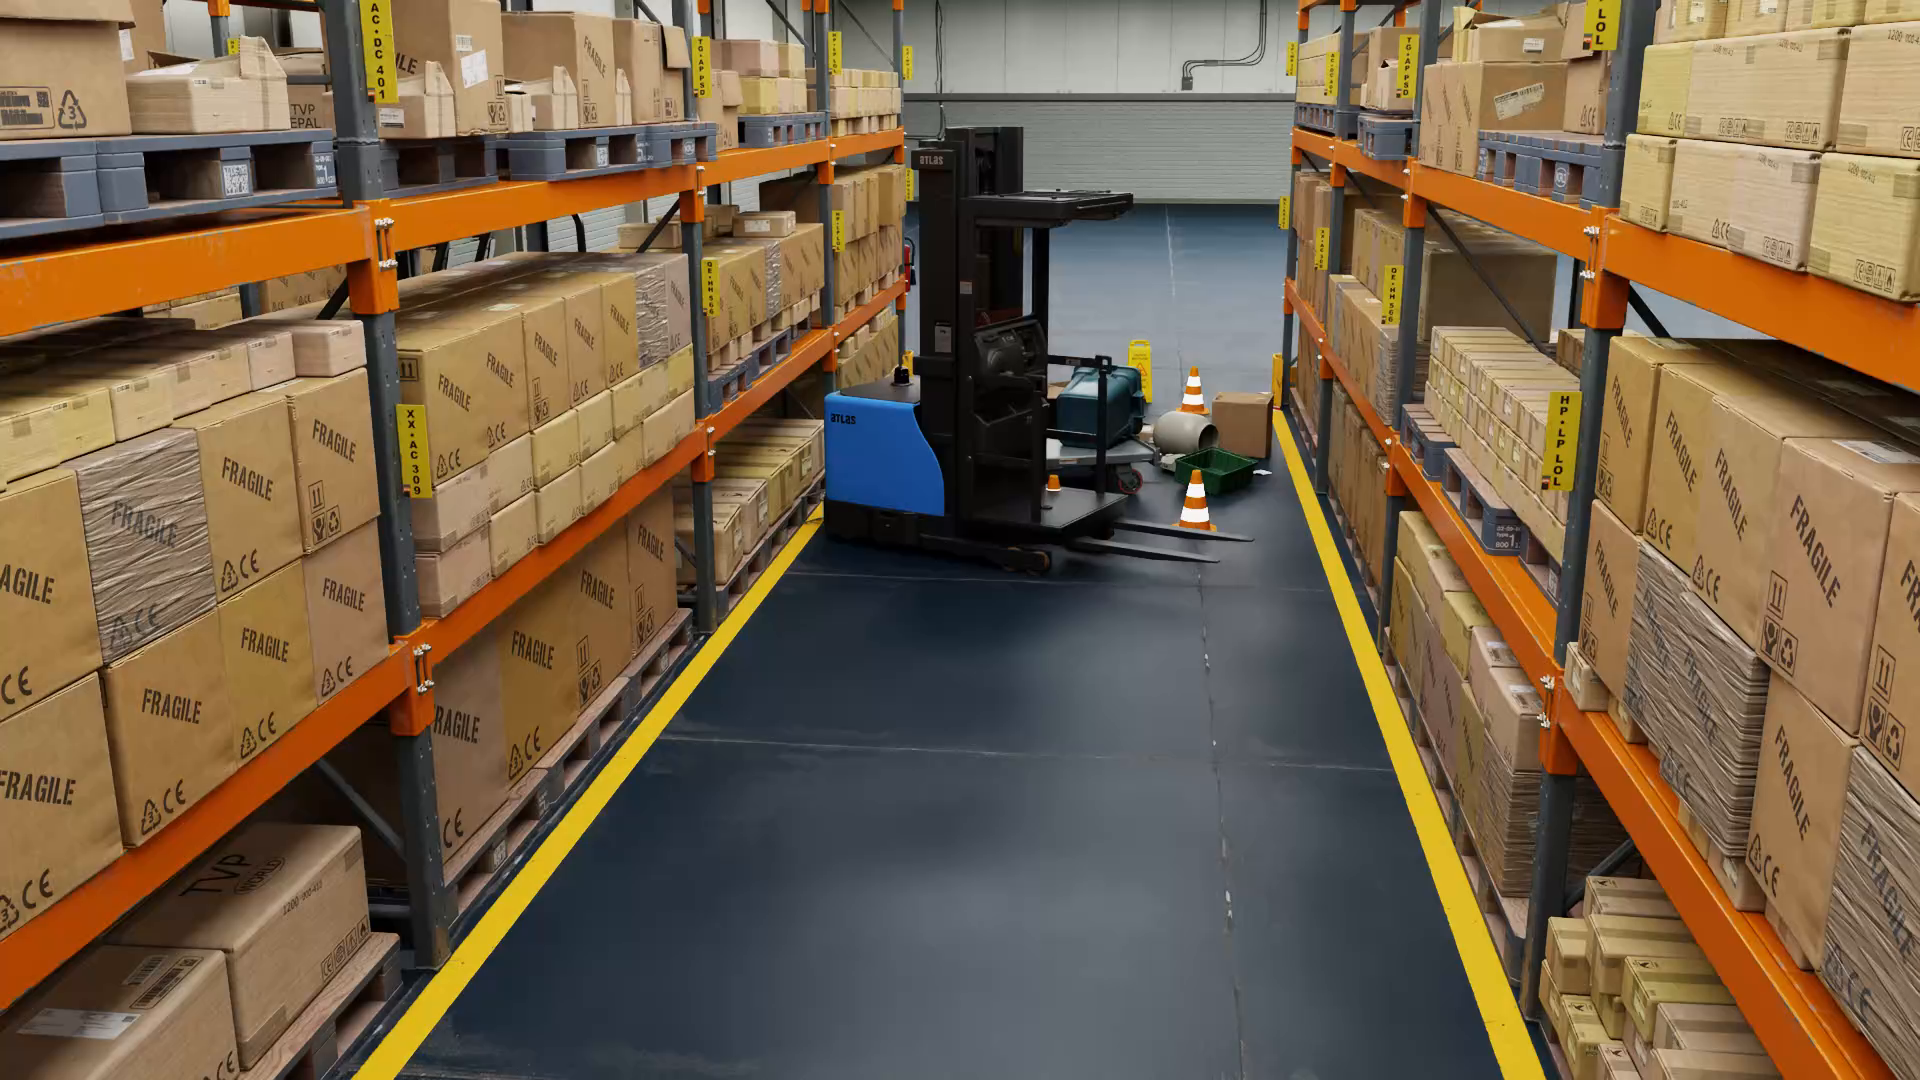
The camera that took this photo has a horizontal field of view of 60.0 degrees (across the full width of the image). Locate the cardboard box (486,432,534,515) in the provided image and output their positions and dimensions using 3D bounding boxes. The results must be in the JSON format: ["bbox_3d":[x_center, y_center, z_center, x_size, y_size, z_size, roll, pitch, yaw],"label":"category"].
[{"bbox_3d":[-2.072,-0.275,6.763,0.500,0.250,0.500,2,15,7],"label":"cardboard box"}]

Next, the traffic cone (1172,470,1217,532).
[{"bbox_3d":[1.748,-0.292,12.355,0.336,0.463,0.334,2,15,6],"label":"traffic cone"}]

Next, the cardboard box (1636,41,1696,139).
[{"bbox_3d":[2.204,-1.244,4.599,0.500,0.250,0.500,2,15,8],"label":"cardboard box"}]

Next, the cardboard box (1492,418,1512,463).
[{"bbox_3d":[2.490,-0.421,7.079,0.380,0.149,0.250,2,15,7],"label":"cardboard box"}]

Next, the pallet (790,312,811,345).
[{"bbox_3d":[-1.761,-1.653,12.895,1.003,0.211,1.213,2,15,6],"label":"pallet"}]

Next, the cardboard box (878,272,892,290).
[{"bbox_3d":[-0.876,-2.550,16.326,0.380,0.149,0.250,2,15,7],"label":"cardboard box"}]

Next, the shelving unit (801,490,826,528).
[{"bbox_3d":[-0.832,-0.296,12.826,0.258,0.210,0.900,11,18,35],"label":"shelving unit"}]

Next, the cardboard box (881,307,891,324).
[{"bbox_3d":[-0.885,-2.215,16.390,0.380,0.149,0.250,2,15,8],"label":"cardboard box"}]

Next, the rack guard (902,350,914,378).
[{"bbox_3d":[-1.088,-1.750,17.678,1.175,0.500,0.348,2,15,6],"label":"rack guard"}]

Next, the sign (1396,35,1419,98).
[{"bbox_3d":[2.397,-2.537,8.908,0.100,0.325,0.005,2,15,6],"label":"sign"}]

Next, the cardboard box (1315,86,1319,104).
[{"bbox_3d":[3.265,-3.832,14.325,0.380,0.149,0.250,2,15,6],"label":"cardboard box"}]

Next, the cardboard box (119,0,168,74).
[{"bbox_3d":[-2.708,-1.465,4.901,0.500,0.500,0.500,2,15,7],"label":"cardboard box"}]

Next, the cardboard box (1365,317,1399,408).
[{"bbox_3d":[2.790,-1.085,10.235,0.500,0.500,0.500,2,15,6],"label":"cardboard box"}]

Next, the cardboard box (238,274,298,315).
[{"bbox_3d":[-6.153,-2.240,14.509,0.500,0.500,0.500,1,15,5],"label":"cardboard box"}]

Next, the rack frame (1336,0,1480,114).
[{"bbox_3d":[3.399,-4.716,12.362,1.000,3.000,0.127,2,15,6],"label":"rack frame"}]

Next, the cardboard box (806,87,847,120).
[{"bbox_3d":[-1.209,-3.565,13.569,0.500,0.250,0.500,1,15,5],"label":"cardboard box"}]

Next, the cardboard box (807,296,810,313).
[{"bbox_3d":[-1.362,-1.811,12.791,0.380,0.149,0.250,1,15,5],"label":"cardboard box"}]

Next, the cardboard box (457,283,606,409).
[{"bbox_3d":[-1.957,-0.898,7.630,0.500,0.500,0.500,1,15,5],"label":"cardboard box"}]

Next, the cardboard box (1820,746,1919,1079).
[{"bbox_3d":[1.951,0.711,3.023,0.500,0.500,0.500,2,15,6],"label":"cardboard box"}]

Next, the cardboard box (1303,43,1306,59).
[{"bbox_3d":[3.439,-4.611,15.680,0.380,0.149,0.250,1,15,5],"label":"cardboard box"}]

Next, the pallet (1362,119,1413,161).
[{"bbox_3d":[2.968,-2.308,9.565,1.213,0.211,1.003,2,15,9],"label":"pallet"}]

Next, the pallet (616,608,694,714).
[{"bbox_3d":[-2.146,0.646,9.367,1.003,0.211,1.213,2,15,6],"label":"pallet"}]

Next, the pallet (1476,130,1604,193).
[{"bbox_3d":[2.786,-1.528,6.681,1.213,0.211,1.003,2,15,6],"label":"pallet"}]

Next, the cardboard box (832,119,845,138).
[{"bbox_3d":[-1.164,-3.406,13.746,0.380,0.149,0.250,2,15,6],"label":"cardboard box"}]

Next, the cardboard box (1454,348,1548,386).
[{"bbox_3d":[2.613,-0.835,8.040,0.380,0.149,0.250,1,15,4],"label":"cardboard box"}]

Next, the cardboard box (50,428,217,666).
[{"bbox_3d":[-2.325,-0.001,4.313,0.500,0.500,0.500,2,15,7],"label":"cardboard box"}]

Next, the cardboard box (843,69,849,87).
[{"bbox_3d":[-1.131,-3.860,13.896,0.380,0.149,0.250,1,15,4],"label":"cardboard box"}]

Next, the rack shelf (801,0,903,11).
[{"bbox_3d":[-1.305,-5.005,14.817,1.077,0.370,4.000,2,15,6],"label":"rack shelf"}]

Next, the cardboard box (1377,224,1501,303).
[{"bbox_3d":[3.177,-1.826,11.062,0.700,0.500,0.500,2,15,6],"label":"cardboard box"}]

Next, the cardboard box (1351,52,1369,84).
[{"bbox_3d":[3.200,-3.725,13.167,0.500,0.250,0.500,2,15,6],"label":"cardboard box"}]

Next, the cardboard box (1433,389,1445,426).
[{"bbox_3d":[2.667,-0.684,8.622,0.380,0.149,0.250,2,15,9],"label":"cardboard box"}]

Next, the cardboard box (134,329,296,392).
[{"bbox_3d":[-2.289,-0.554,5.115,0.380,0.149,0.250,2,15,8],"label":"cardboard box"}]

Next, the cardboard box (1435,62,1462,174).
[{"bbox_3d":[2.570,-2.008,7.905,0.500,0.500,0.500,2,15,6],"label":"cardboard box"}]

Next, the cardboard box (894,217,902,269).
[{"bbox_3d":[-0.867,-3.020,16.822,0.500,0.500,0.500,1,15,5],"label":"cardboard box"}]

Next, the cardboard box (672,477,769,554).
[{"bbox_3d":[-1.833,-0.174,11.289,0.950,0.372,0.625,1,15,5],"label":"cardboard box"}]

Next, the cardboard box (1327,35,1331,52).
[{"bbox_3d":[3.181,-4.017,13.483,0.380,0.149,0.250,2,15,6],"label":"cardboard box"}]

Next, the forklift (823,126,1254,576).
[{"bbox_3d":[0.535,-1.332,11.473,3.031,2.935,1.130,9,17,29],"label":"forklift"}]

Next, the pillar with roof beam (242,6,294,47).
[{"bbox_3d":[-2.708,-5.737,16.140,9.100,9.000,0.400,2,15,6],"label":"pillar with roof beam"}]

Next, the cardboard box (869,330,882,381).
[{"bbox_3d":[-1.030,-1.733,15.849,0.500,0.500,0.500,1,15,5],"label":"cardboard box"}]

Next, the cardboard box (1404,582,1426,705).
[{"bbox_3d":[2.561,0.528,8.447,0.500,0.500,0.500,2,15,7],"label":"cardboard box"}]

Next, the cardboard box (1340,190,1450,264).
[{"bbox_3d":[3.475,-2.508,13.335,0.875,0.550,0.550,2,15,6],"label":"cardboard box"}]

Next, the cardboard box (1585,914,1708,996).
[{"bbox_3d":[2.162,1.294,5.146,0.380,0.149,0.250,2,15,9],"label":"cardboard box"}]

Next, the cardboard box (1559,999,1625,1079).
[{"bbox_3d":[2.106,1.583,5.220,0.380,0.149,0.250,2,15,8],"label":"cardboard box"}]

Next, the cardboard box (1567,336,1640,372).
[{"bbox_3d":[3.318,-0.945,8.448,0.380,0.149,0.250,2,15,6],"label":"cardboard box"}]

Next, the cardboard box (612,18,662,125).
[{"bbox_3d":[-1.905,-2.339,8.321,0.700,0.500,0.500,1,15,3],"label":"cardboard box"}]

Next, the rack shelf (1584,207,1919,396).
[{"bbox_3d":[2.271,-0.327,3.256,1.077,0.370,4.000,2,15,6],"label":"rack shelf"}]

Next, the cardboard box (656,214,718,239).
[{"bbox_3d":[-1.955,-2.251,11.931,0.380,0.149,0.250,3,15,9],"label":"cardboard box"}]

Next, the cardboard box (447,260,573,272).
[{"bbox_3d":[-2.327,-1.183,8.684,0.500,0.500,0.500,2,15,6],"label":"cardboard box"}]

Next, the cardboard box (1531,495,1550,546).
[{"bbox_3d":[2.404,-0.067,6.341,0.380,0.149,0.250,2,15,6],"label":"cardboard box"}]

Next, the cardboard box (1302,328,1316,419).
[{"bbox_3d":[3.743,-1.628,15.703,0.875,0.875,0.875,1,15,5],"label":"cardboard box"}]

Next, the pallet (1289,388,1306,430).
[{"bbox_3d":[3.838,-1.301,16.571,1.003,0.211,1.213,2,15,6],"label":"pallet"}]

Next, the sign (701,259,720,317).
[{"bbox_3d":[-1.430,-1.445,9.543,0.100,0.325,0.005,2,15,6],"label":"sign"}]

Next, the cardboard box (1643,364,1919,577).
[{"bbox_3d":[2.160,-0.175,4.385,0.500,0.500,0.500,1,15,5],"label":"cardboard box"}]

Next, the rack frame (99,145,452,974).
[{"bbox_3d":[-2.433,0.136,5.914,1.000,3.000,0.127,2,15,6],"label":"rack frame"}]

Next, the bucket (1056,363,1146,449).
[{"bbox_3d":[1.124,-1.077,13.756,0.726,0.611,0.620,7,27,25],"label":"bucket"}]

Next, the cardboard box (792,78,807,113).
[{"bbox_3d":[-1.452,-3.362,12.585,0.500,0.250,0.500,1,15,5],"label":"cardboard box"}]
